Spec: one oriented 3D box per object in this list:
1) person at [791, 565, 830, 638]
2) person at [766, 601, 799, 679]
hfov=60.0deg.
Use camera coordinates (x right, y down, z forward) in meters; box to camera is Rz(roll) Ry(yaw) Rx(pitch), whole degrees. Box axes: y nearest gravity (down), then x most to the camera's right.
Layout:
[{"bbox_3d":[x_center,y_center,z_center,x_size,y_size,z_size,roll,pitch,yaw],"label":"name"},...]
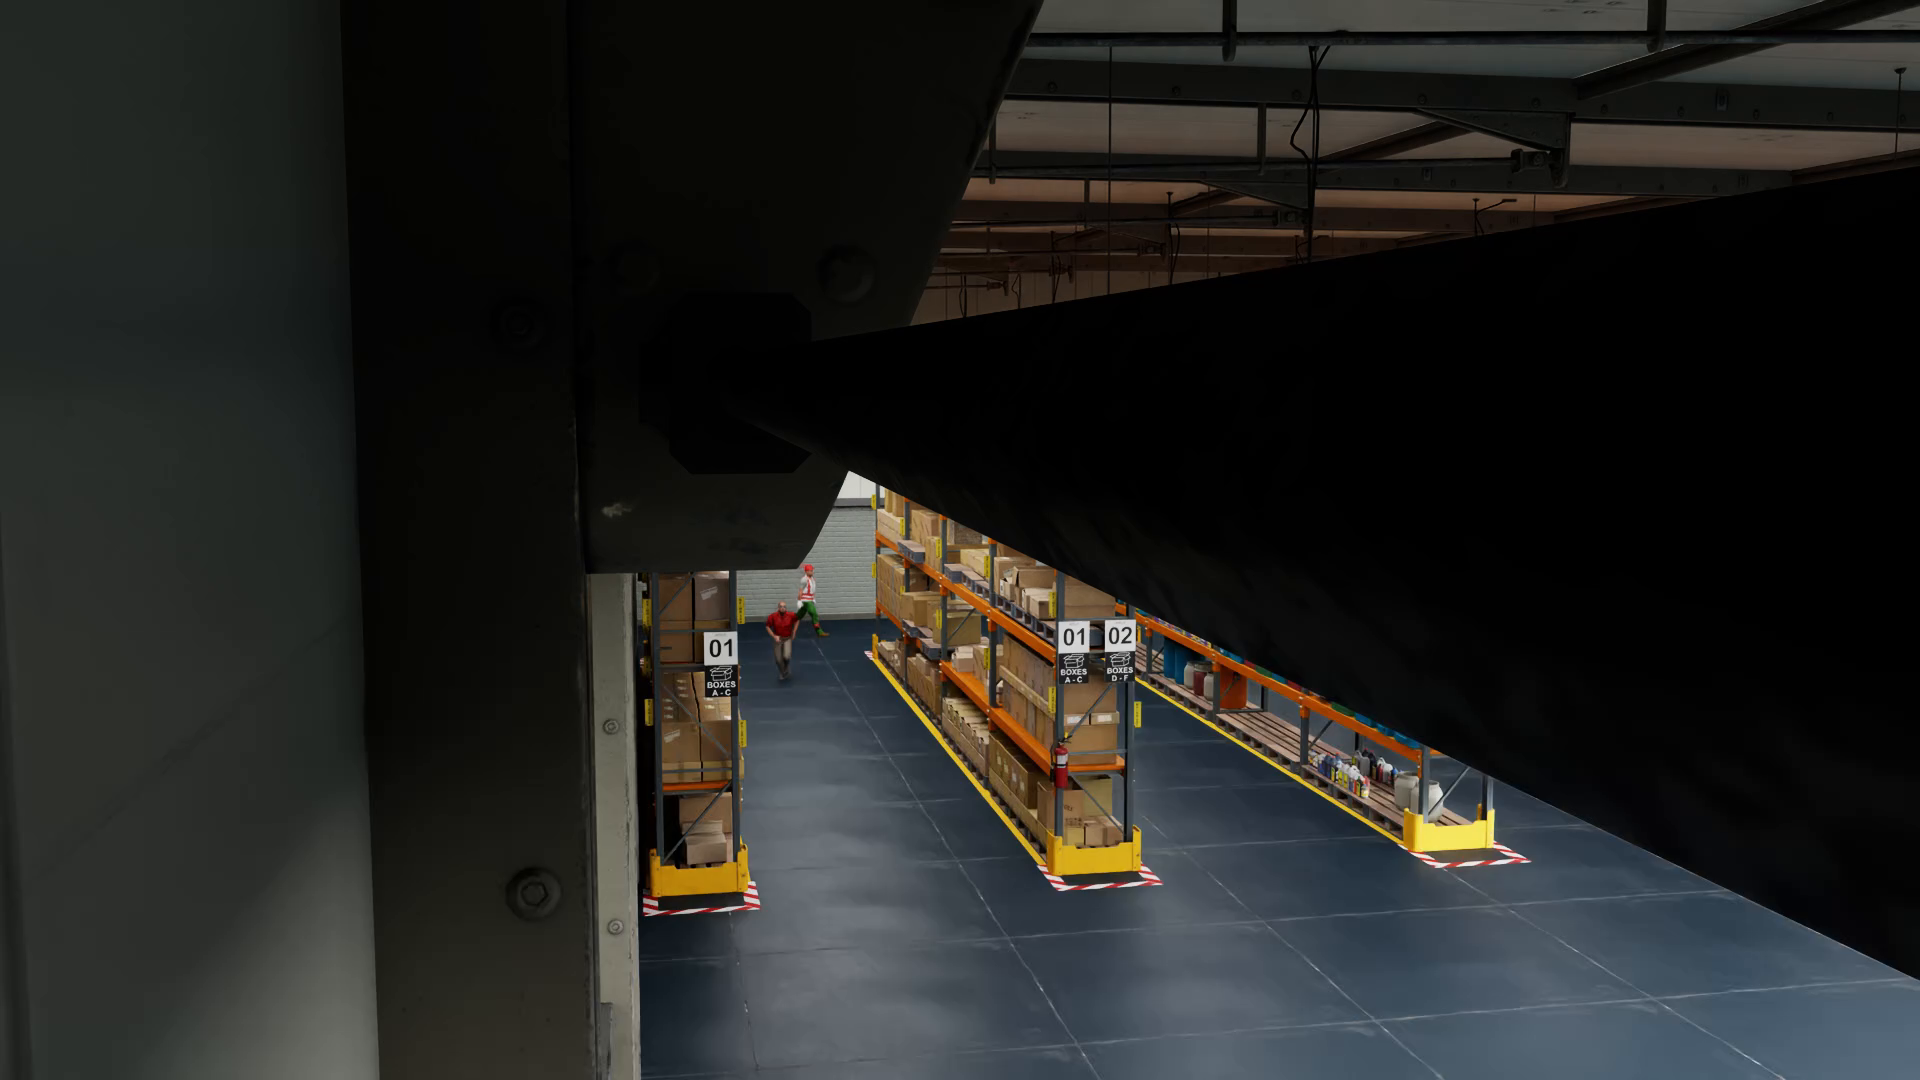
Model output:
[{"bbox_3d":[-3.614,1.429,39.375,1.127,1.715,0.505,1,6,7],"label":"person"},{"bbox_3d":[-3.613,2.043,33.891,0.658,1.640,0.740,0,6,-1],"label":"person"}]
